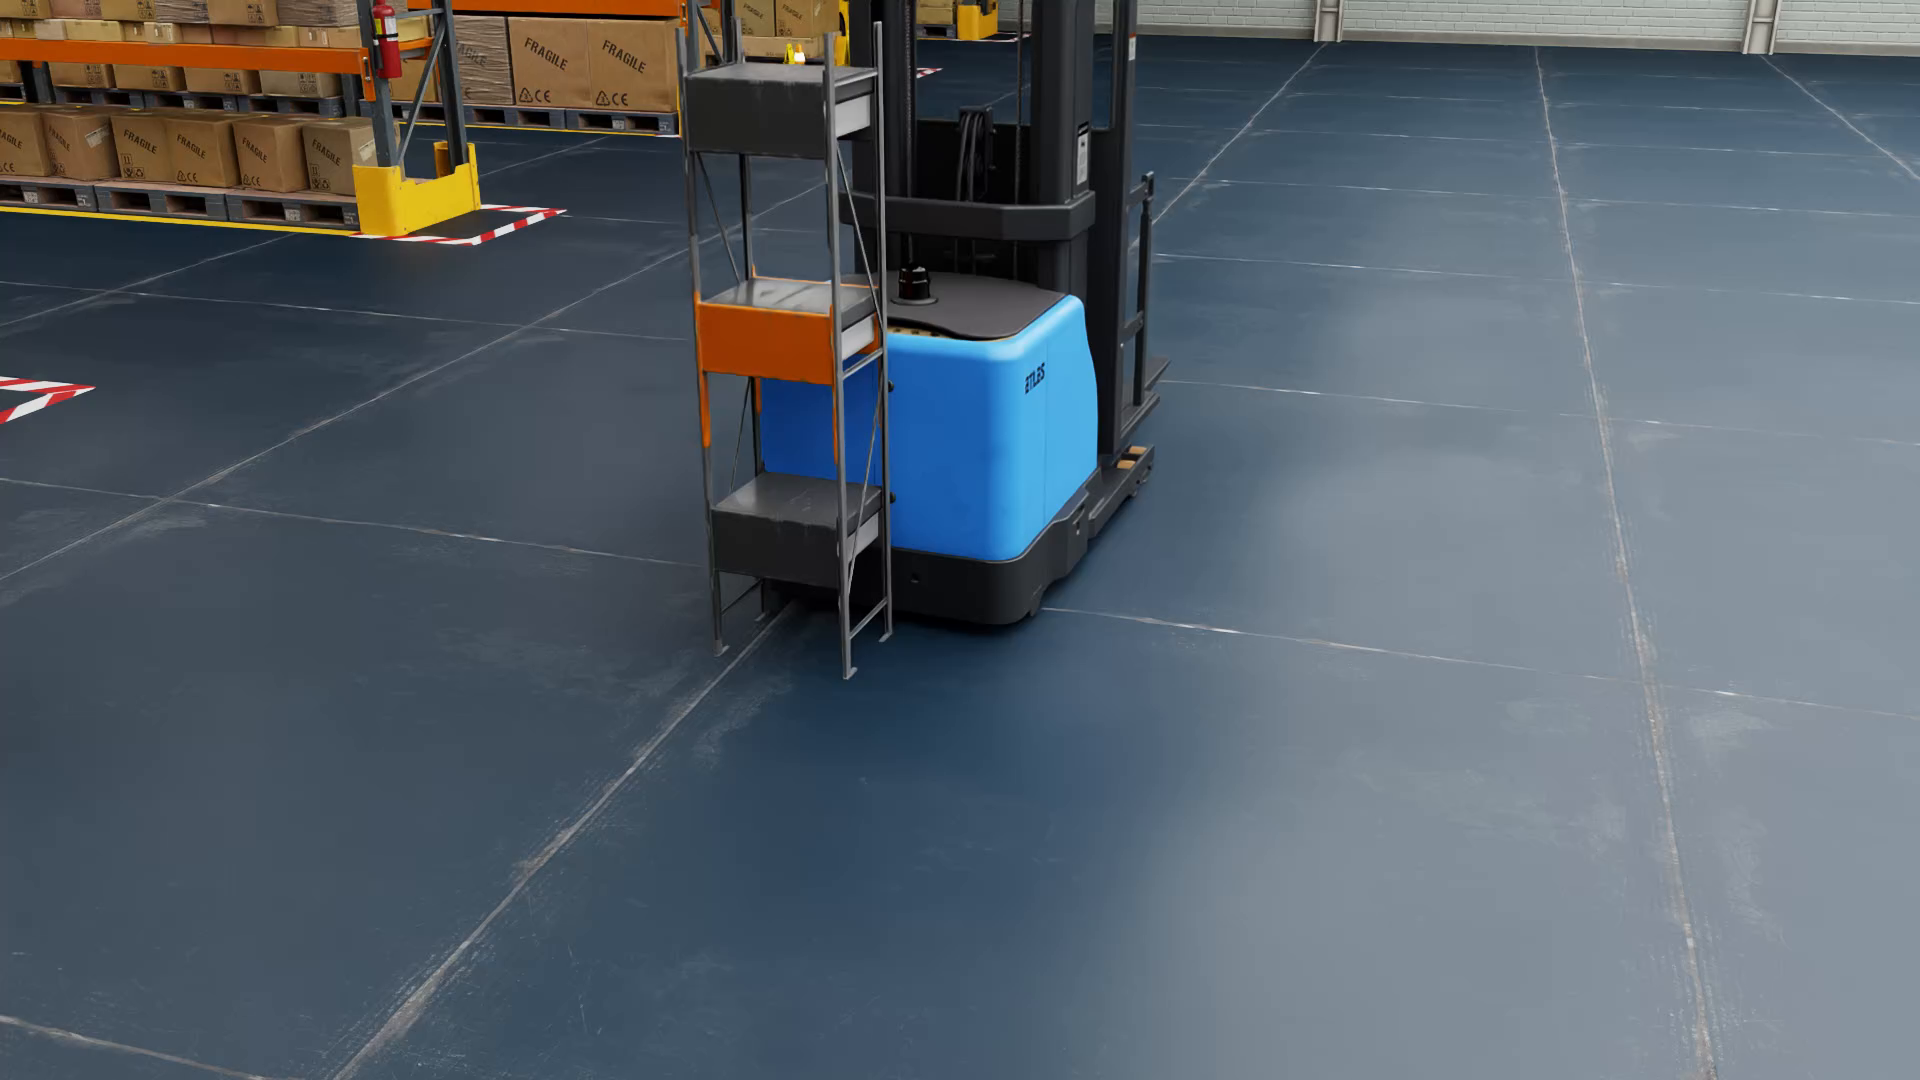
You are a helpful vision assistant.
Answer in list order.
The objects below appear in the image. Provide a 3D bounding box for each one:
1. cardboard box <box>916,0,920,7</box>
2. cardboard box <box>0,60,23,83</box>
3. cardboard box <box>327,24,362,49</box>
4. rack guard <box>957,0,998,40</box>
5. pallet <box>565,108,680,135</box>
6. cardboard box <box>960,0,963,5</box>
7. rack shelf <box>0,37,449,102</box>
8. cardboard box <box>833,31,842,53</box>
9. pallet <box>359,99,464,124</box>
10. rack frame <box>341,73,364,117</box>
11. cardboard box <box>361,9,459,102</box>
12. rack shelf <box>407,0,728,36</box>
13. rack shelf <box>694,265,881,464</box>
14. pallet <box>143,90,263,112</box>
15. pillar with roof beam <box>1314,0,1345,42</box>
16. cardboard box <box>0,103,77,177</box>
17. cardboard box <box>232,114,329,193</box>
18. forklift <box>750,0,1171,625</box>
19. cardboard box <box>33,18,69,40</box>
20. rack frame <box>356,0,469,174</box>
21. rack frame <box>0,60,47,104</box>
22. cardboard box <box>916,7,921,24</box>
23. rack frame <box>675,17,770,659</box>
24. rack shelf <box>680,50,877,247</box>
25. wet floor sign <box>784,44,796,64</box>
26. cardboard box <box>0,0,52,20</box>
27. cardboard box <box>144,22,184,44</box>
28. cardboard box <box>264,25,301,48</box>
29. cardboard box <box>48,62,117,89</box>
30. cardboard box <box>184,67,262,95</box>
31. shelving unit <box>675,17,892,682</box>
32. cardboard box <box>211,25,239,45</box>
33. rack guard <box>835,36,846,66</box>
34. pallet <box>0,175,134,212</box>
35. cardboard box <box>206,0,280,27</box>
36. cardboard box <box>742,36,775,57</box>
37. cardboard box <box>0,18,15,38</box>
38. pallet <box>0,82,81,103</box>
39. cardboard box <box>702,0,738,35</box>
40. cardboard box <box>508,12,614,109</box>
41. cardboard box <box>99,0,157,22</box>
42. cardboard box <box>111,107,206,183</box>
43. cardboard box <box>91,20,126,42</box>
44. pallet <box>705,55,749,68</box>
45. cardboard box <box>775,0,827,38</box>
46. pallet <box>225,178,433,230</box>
[{"bbox_3d":[-0.780,-8.385,25.671,0.500,0.250,0.500,6,23,15],"label":"cardboard box"},{"bbox_3d":[-10.875,-5.512,18.995,0.500,0.500,0.500,6,23,15],"label":"cardboard box"},{"bbox_3d":[-4.372,-3.669,12.092,0.250,0.149,0.380,7,23,16],"label":"cardboard box"},{"bbox_3d":[0.276,-8.074,25.795,0.348,0.500,1.175,7,23,16],"label":"rack guard"},{"bbox_3d":[-3.298,-4.389,17.191,1.213,0.211,1.003,7,23,15],"label":"pallet"},{"bbox_3d":[-0.137,-8.514,25.984,0.500,0.250,0.500,7,23,16],"label":"cardboard box"},{"bbox_3d":[-5.954,-3.715,12.822,4.000,0.370,1.077,7,23,16],"label":"rack shelf"},{"bbox_3d":[-1.869,-6.540,21.832,0.500,0.250,0.500,6,23,15],"label":"cardboard box"},{"bbox_3d":[-5.634,-4.656,17.843,1.213,0.211,1.003,7,23,15],"label":"pallet"},{"bbox_3d":[-6.339,-6.058,17.587,0.127,3.000,1.000,7,23,16],"label":"rack frame"},{"bbox_3d":[-5.758,-5.175,17.680,0.875,0.875,0.875,7,23,16],"label":"cardboard box"},{"bbox_3d":[-4.425,-5.506,17.189,4.000,0.370,1.077,7,23,16],"label":"rack shelf"},{"bbox_3d":[-0.547,-0.585,5.466,0.480,0.518,0.431,8,24,19],"label":"rack shelf"},{"bbox_3d":[-8.272,-4.958,18.580,1.213,0.211,1.003,7,23,16],"label":"pallet"},{"bbox_3d":[4.348,-10.191,19.756,0.400,9.000,9.100,7,23,16],"label":"pillar with roof beam"},{"bbox_3d":[-7.498,-3.247,13.473,0.500,0.500,0.500,6,23,14],"label":"cardboard box"},{"bbox_3d":[-5.215,-2.994,12.857,0.500,0.500,0.500,13,26,29],"label":"cardboard box"},{"bbox_3d":[0.225,-1.586,6.775,1.130,2.935,3.031,8,24,19],"label":"forklift"},{"bbox_3d":[-6.798,-3.902,12.662,0.250,0.149,0.380,7,23,16],"label":"cardboard box"},{"bbox_3d":[-4.039,-3.829,12.151,0.127,3.000,1.000,7,23,16],"label":"rack frame"},{"bbox_3d":[-7.869,-4.267,13.220,0.127,3.000,1.000,7,23,16],"label":"rack frame"},{"bbox_3d":[-0.761,-8.150,25.756,0.500,0.250,0.500,7,23,15],"label":"cardboard box"},{"bbox_3d":[-0.776,-0.630,5.539,0.015,2.100,0.400,8,24,19],"label":"rack frame"},{"bbox_3d":[-0.547,-1.233,5.200,0.480,0.518,0.431,8,24,19],"label":"rack shelf"},{"bbox_3d":[-1.910,-5.247,18.710,0.232,0.644,0.267,3,22,6],"label":"wet floor sign"},{"bbox_3d":[-6.988,-4.312,12.805,0.500,0.500,0.875,7,23,16],"label":"cardboard box"},{"bbox_3d":[-5.838,-3.795,12.400,0.250,0.149,0.380,7,23,16],"label":"cardboard box"},{"bbox_3d":[-4.865,-3.705,12.181,0.250,0.149,0.380,7,23,16],"label":"cardboard box"},{"bbox_3d":[-9.612,-5.551,18.760,0.750,0.750,1.050,6,23,15],"label":"cardboard box"},{"bbox_3d":[-7.882,-5.354,18.281,0.750,0.750,1.050,7,23,15],"label":"cardboard box"},{"bbox_3d":[-0.547,-0.598,5.460,0.503,2.100,0.431,8,24,19],"label":"shelving unit"},{"bbox_3d":[-5.328,-3.780,12.365,0.250,0.149,0.380,7,23,16],"label":"cardboard box"},{"bbox_3d":[-1.250,-6.281,21.424,0.348,0.500,1.175,7,23,16],"label":"rack guard"},{"bbox_3d":[-7.216,-2.916,13.601,1.213,0.211,1.003,7,23,16],"label":"pallet"},{"bbox_3d":[-5.071,-4.094,12.275,0.500,0.500,0.875,7,23,16],"label":"cardboard box"},{"bbox_3d":[-2.522,-6.402,21.494,0.500,0.250,0.500,7,23,16],"label":"cardboard box"},{"bbox_3d":[-7.267,-3.969,12.823,0.250,0.149,0.380,7,23,16],"label":"cardboard box"},{"bbox_3d":[-10.917,-5.293,19.395,1.213,0.211,1.003,7,23,16],"label":"pallet"},{"bbox_3d":[-3.001,-6.805,21.490,0.500,0.500,0.500,6,23,14],"label":"cardboard box"},{"bbox_3d":[-4.021,-4.977,17.197,0.875,0.875,0.875,6,23,15],"label":"cardboard box"},{"bbox_3d":[-6.013,-4.224,12.590,0.500,0.500,0.875,7,23,16],"label":"cardboard box"},{"bbox_3d":[-6.330,-3.147,13.230,0.500,0.500,0.500,4,23,11],"label":"cardboard box"},{"bbox_3d":[-6.310,-3.858,12.555,0.250,0.149,0.380,7,23,16],"label":"cardboard box"},{"bbox_3d":[-3.181,-6.384,22.055,1.213,0.211,1.003,7,23,16],"label":"pallet"},{"bbox_3d":[-2.019,-6.691,21.212,0.500,0.500,0.500,7,23,16],"label":"cardboard box"},{"bbox_3d":[-4.880,-2.649,12.949,1.213,0.211,1.003,7,23,16],"label":"pallet"}]
